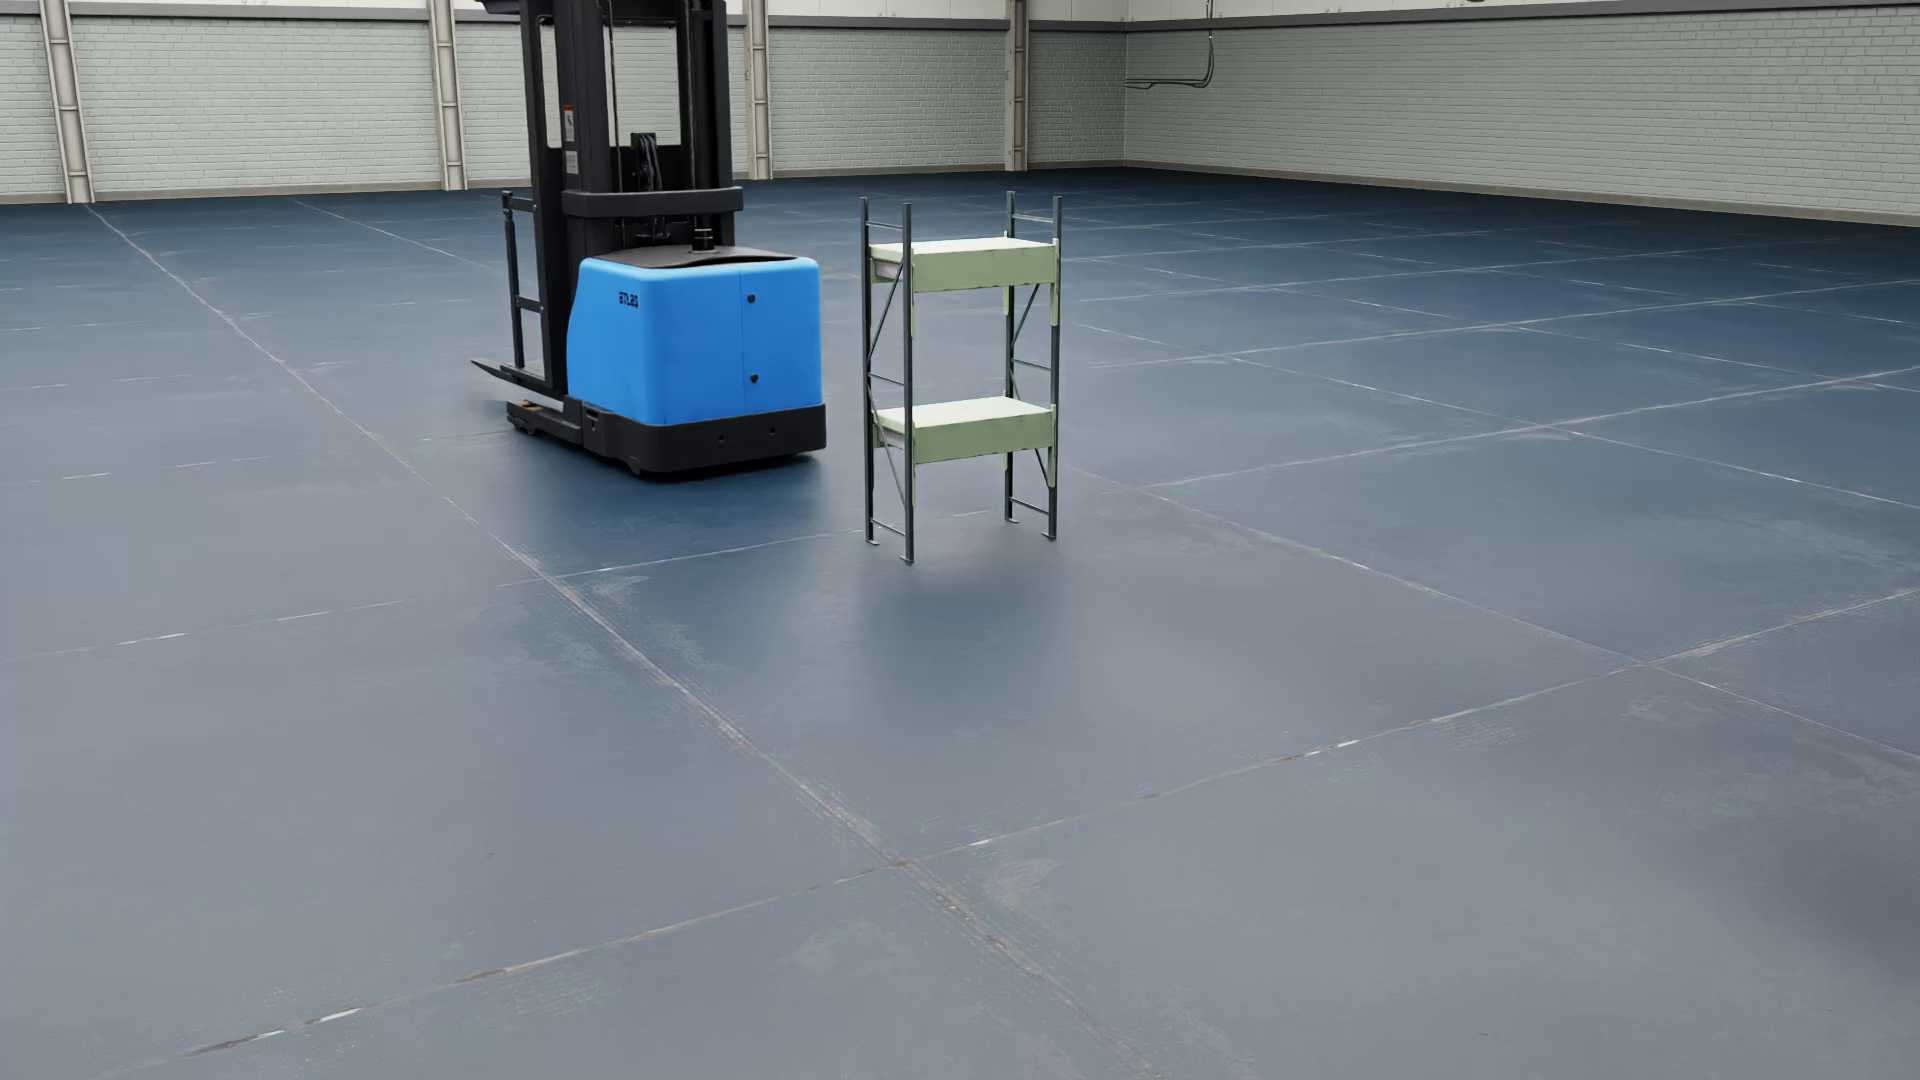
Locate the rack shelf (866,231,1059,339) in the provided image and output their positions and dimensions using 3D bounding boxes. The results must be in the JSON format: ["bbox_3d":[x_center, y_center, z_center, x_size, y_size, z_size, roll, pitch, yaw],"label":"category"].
[{"bbox_3d":[0.006,-1.099,7.105,0.720,0.370,0.431,-9,18,-30],"label":"rack shelf"}]

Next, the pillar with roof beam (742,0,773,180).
[{"bbox_3d":[-1.724,-10.472,28.097,0.400,9.000,9.100,-9,18,-30],"label":"pillar with roof beam"}]

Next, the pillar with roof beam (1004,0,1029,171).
[{"bbox_3d":[3.419,-11.306,31.072,0.400,9.000,9.100,-9,18,-30],"label":"pillar with roof beam"}]

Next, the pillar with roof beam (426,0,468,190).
[{"bbox_3d":[-6.867,-9.638,25.121,0.400,9.000,9.100,-9,18,-30],"label":"pillar with roof beam"}]

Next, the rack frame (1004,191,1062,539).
[{"bbox_3d":[0.319,-0.774,7.392,0.023,1.500,0.400,-9,18,-30],"label":"rack frame"}]

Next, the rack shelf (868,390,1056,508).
[{"bbox_3d":[0.006,-0.409,7.299,0.720,0.370,0.431,-9,18,-30],"label":"rack shelf"}]

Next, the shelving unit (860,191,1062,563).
[{"bbox_3d":[0.006,-0.723,7.211,0.755,1.500,0.431,-9,18,-30],"label":"shelving unit"}]

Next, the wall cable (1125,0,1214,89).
[{"bbox_3d":[4.409,-10.911,35.414,0.112,2.526,3.097,-9,18,-30],"label":"wall cable"}]

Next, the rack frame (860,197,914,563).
[{"bbox_3d":[-0.308,-0.672,7.029,0.023,1.500,0.400,-9,18,-30],"label":"rack frame"}]

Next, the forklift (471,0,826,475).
[{"bbox_3d":[-1.993,-2.083,9.411,1.130,2.935,3.031,-11,19,-35],"label":"forklift"}]

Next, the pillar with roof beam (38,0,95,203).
[{"bbox_3d":[-12.010,-8.804,22.146,0.400,9.000,9.100,-9,18,-30],"label":"pillar with roof beam"}]
